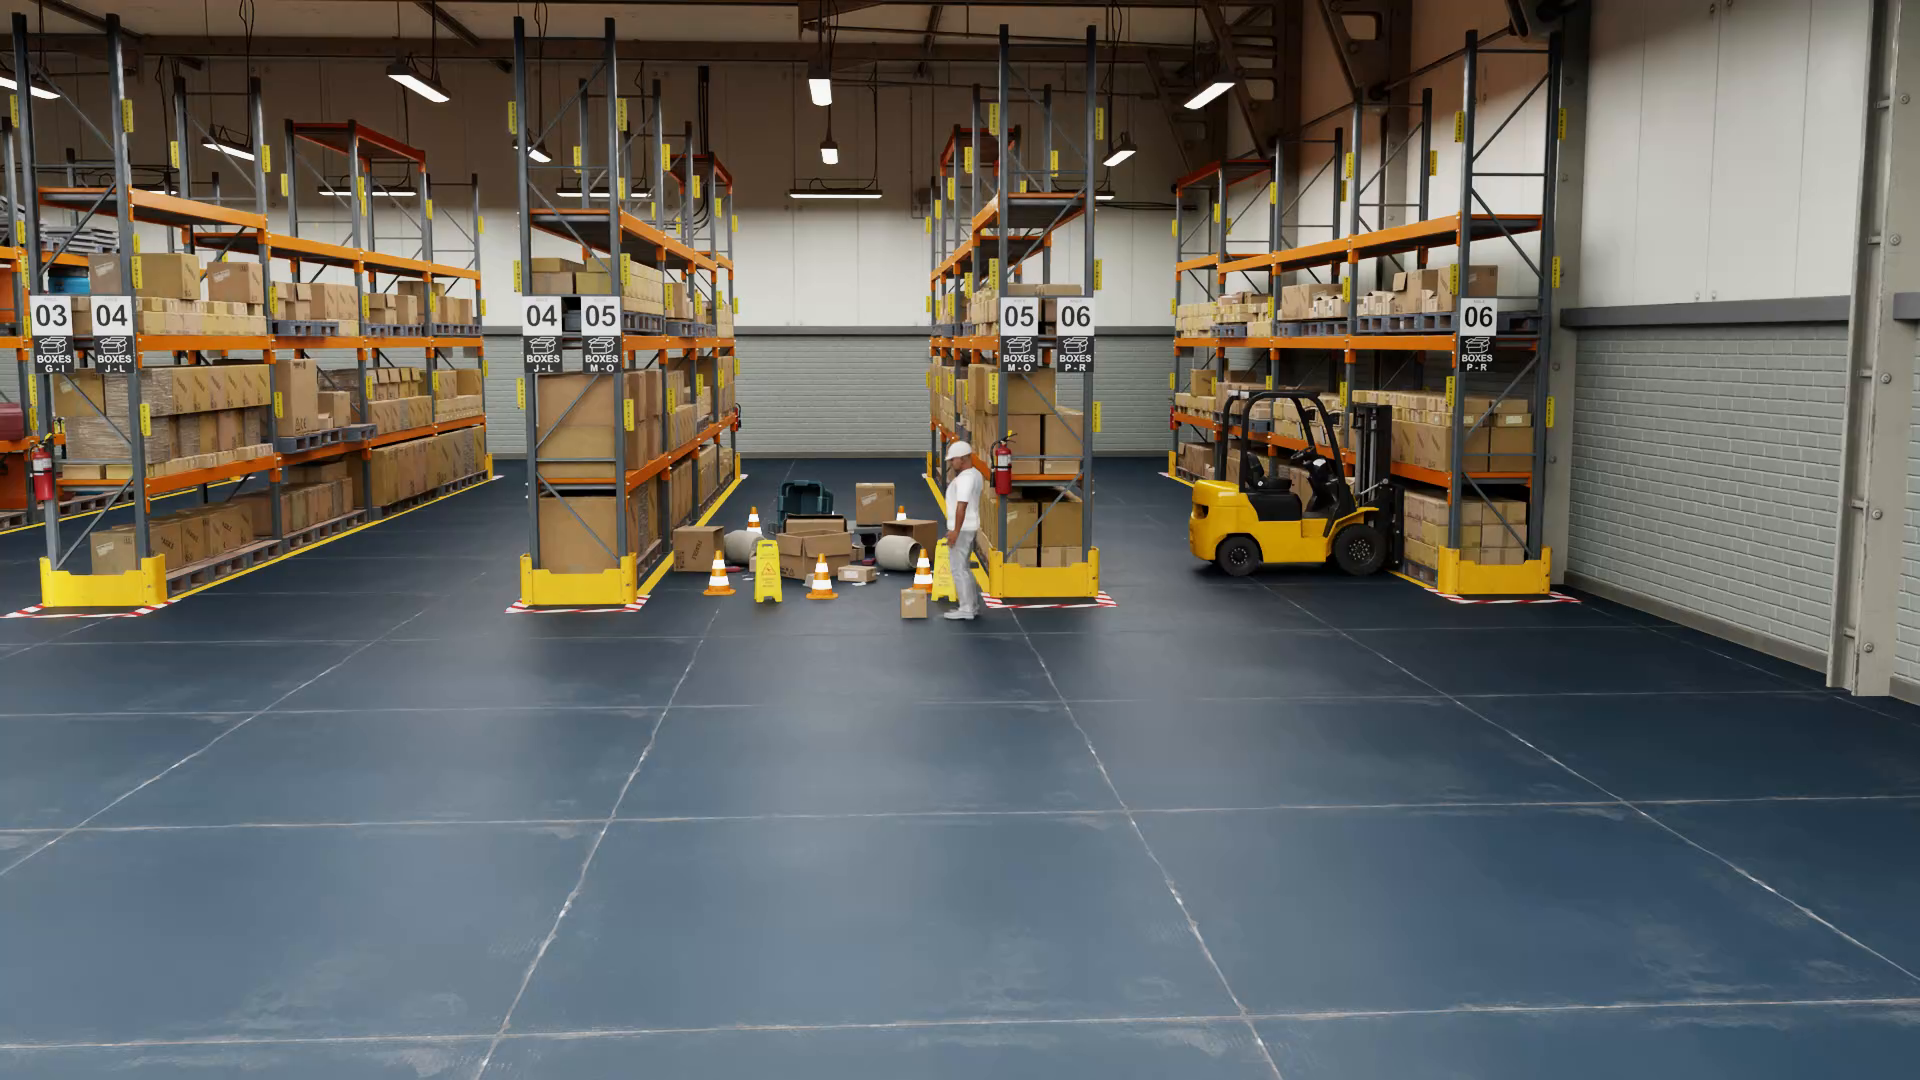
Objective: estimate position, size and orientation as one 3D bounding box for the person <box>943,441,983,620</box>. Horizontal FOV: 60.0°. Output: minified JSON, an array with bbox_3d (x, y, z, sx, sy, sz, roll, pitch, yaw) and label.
[{"bbox_3d":[0.027,-0.099,16.505,0.368,1.761,0.568,1,7,9],"label":"person"}]
